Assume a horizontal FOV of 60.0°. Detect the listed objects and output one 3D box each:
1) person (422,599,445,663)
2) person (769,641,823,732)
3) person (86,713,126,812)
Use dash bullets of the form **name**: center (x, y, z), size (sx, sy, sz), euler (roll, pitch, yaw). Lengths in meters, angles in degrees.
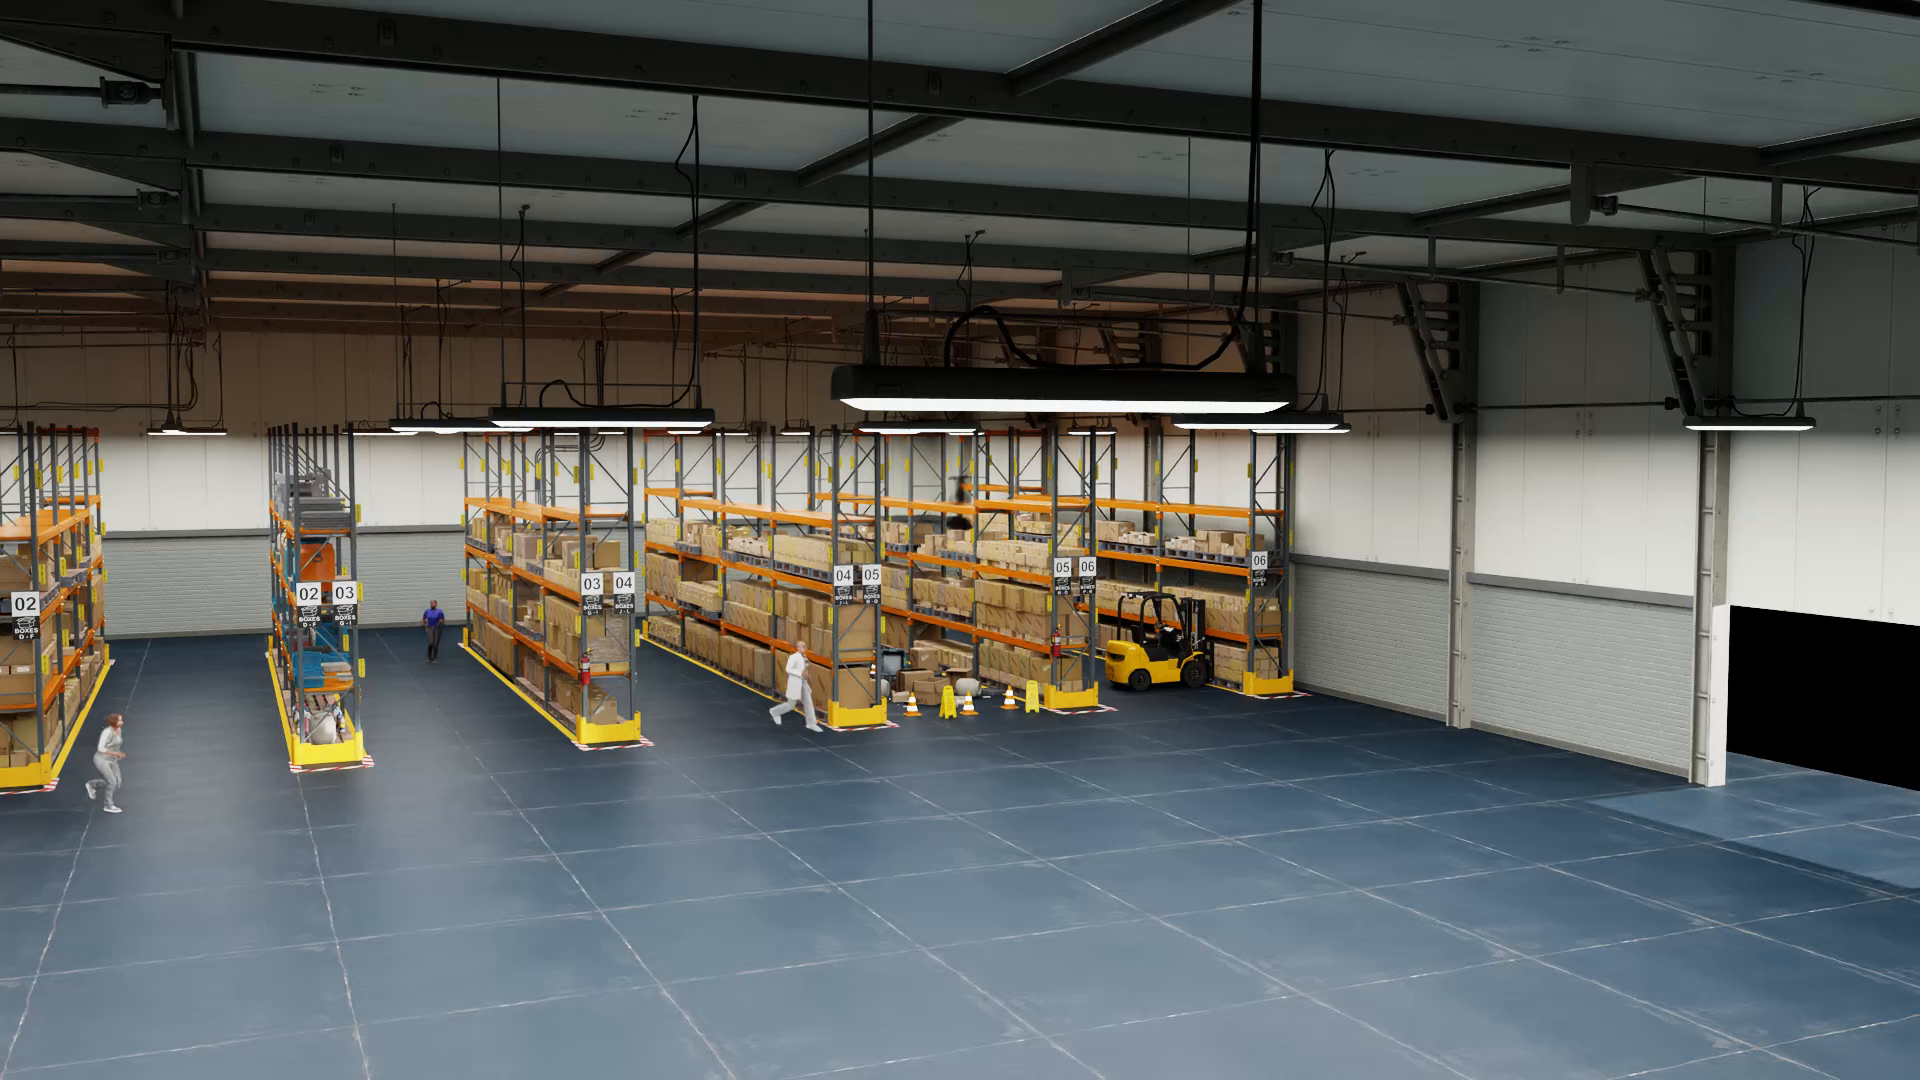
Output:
- **person**: center (-13.363, 2.326, 42.259), size (0.555, 1.634, 0.632), euler (-1, 4, -18)
- **person**: center (-3.193, 2.847, 32.489), size (1.185, 1.762, 0.721), euler (2, 4, 28)
- **person**: center (-13.072, 3.405, 25.451), size (0.678, 1.534, 0.522), euler (0, 4, 8)
